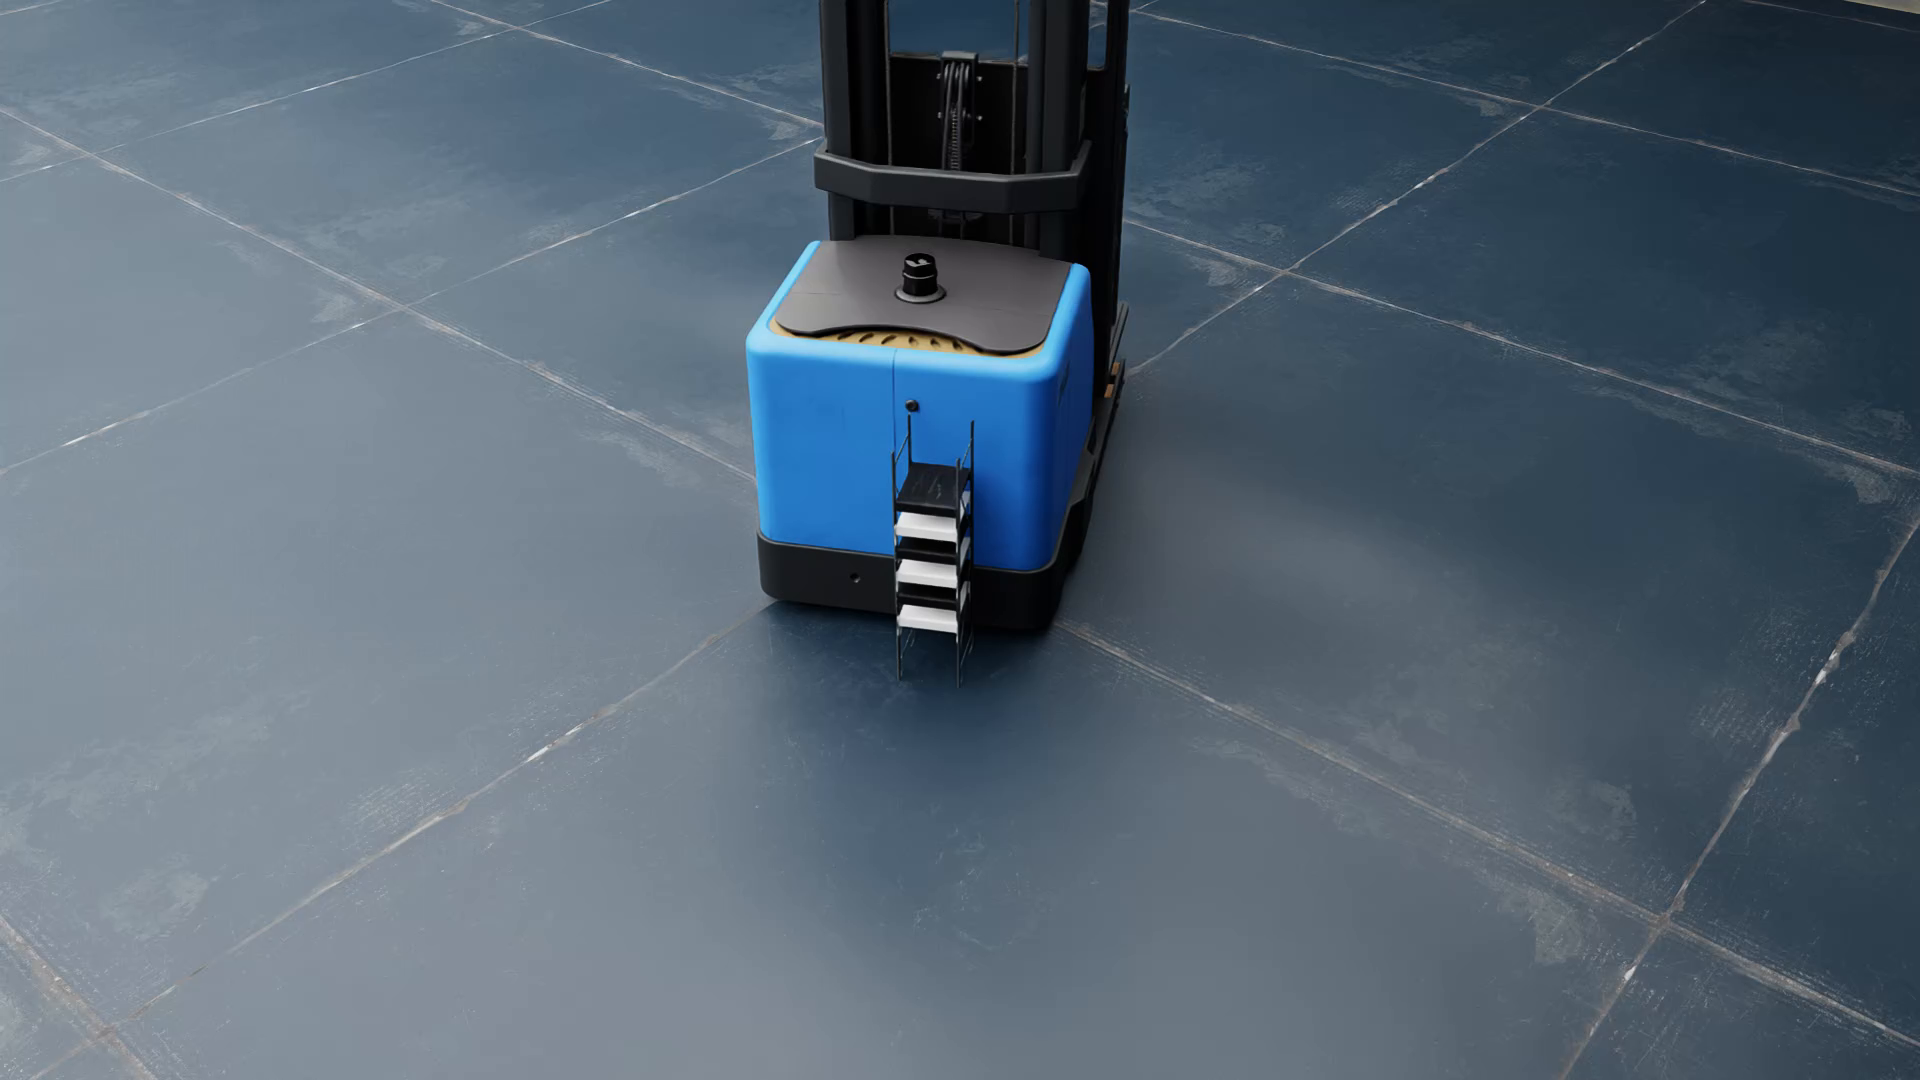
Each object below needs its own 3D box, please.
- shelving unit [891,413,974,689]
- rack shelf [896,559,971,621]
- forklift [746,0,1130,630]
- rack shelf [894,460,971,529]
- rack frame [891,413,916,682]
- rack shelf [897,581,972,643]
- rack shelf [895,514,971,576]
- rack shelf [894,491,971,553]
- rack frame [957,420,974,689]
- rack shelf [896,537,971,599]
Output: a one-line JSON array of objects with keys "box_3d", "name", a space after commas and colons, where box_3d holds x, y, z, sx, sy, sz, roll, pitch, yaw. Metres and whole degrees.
[{"box_3d": [-0.082, 0.049, 5.382, 0.210, 0.900, 0.258, 7, 36, 10], "name": "shelving unit"}, {"box_3d": [-0.082, 0.150, 5.453, 0.200, 0.077, 0.258, 7, 36, 10], "name": "rack shelf"}, {"box_3d": [0.095, -1.729, 6.179, 1.130, 2.935, 3.031, 7, 35, 10], "name": "forklift"}, {"box_3d": [-0.082, -0.145, 5.247, 0.200, 0.077, 0.258, 7, 36, 10], "name": "rack shelf"}, {"box_3d": [-0.181, 0.037, 5.399, 0.006, 0.900, 0.240, 7, 36, 10], "name": "rack frame"}, {"box_3d": [-0.081, 0.223, 5.505, 0.200, 0.077, 0.258, 7, 36, 10], "name": "rack shelf"}, {"box_3d": [-0.082, 0.002, 5.350, 0.200, 0.077, 0.258, 7, 36, 10], "name": "rack shelf"}, {"box_3d": [-0.082, -0.072, 5.298, 0.200, 0.077, 0.258, 7, 36, 10], "name": "rack shelf"}, {"box_3d": [0.018, 0.060, 5.365, 0.006, 0.900, 0.240, 7, 36, 10], "name": "rack frame"}, {"box_3d": [-0.082, 0.076, 5.401, 0.200, 0.077, 0.258, 7, 36, 10], "name": "rack shelf"}]
